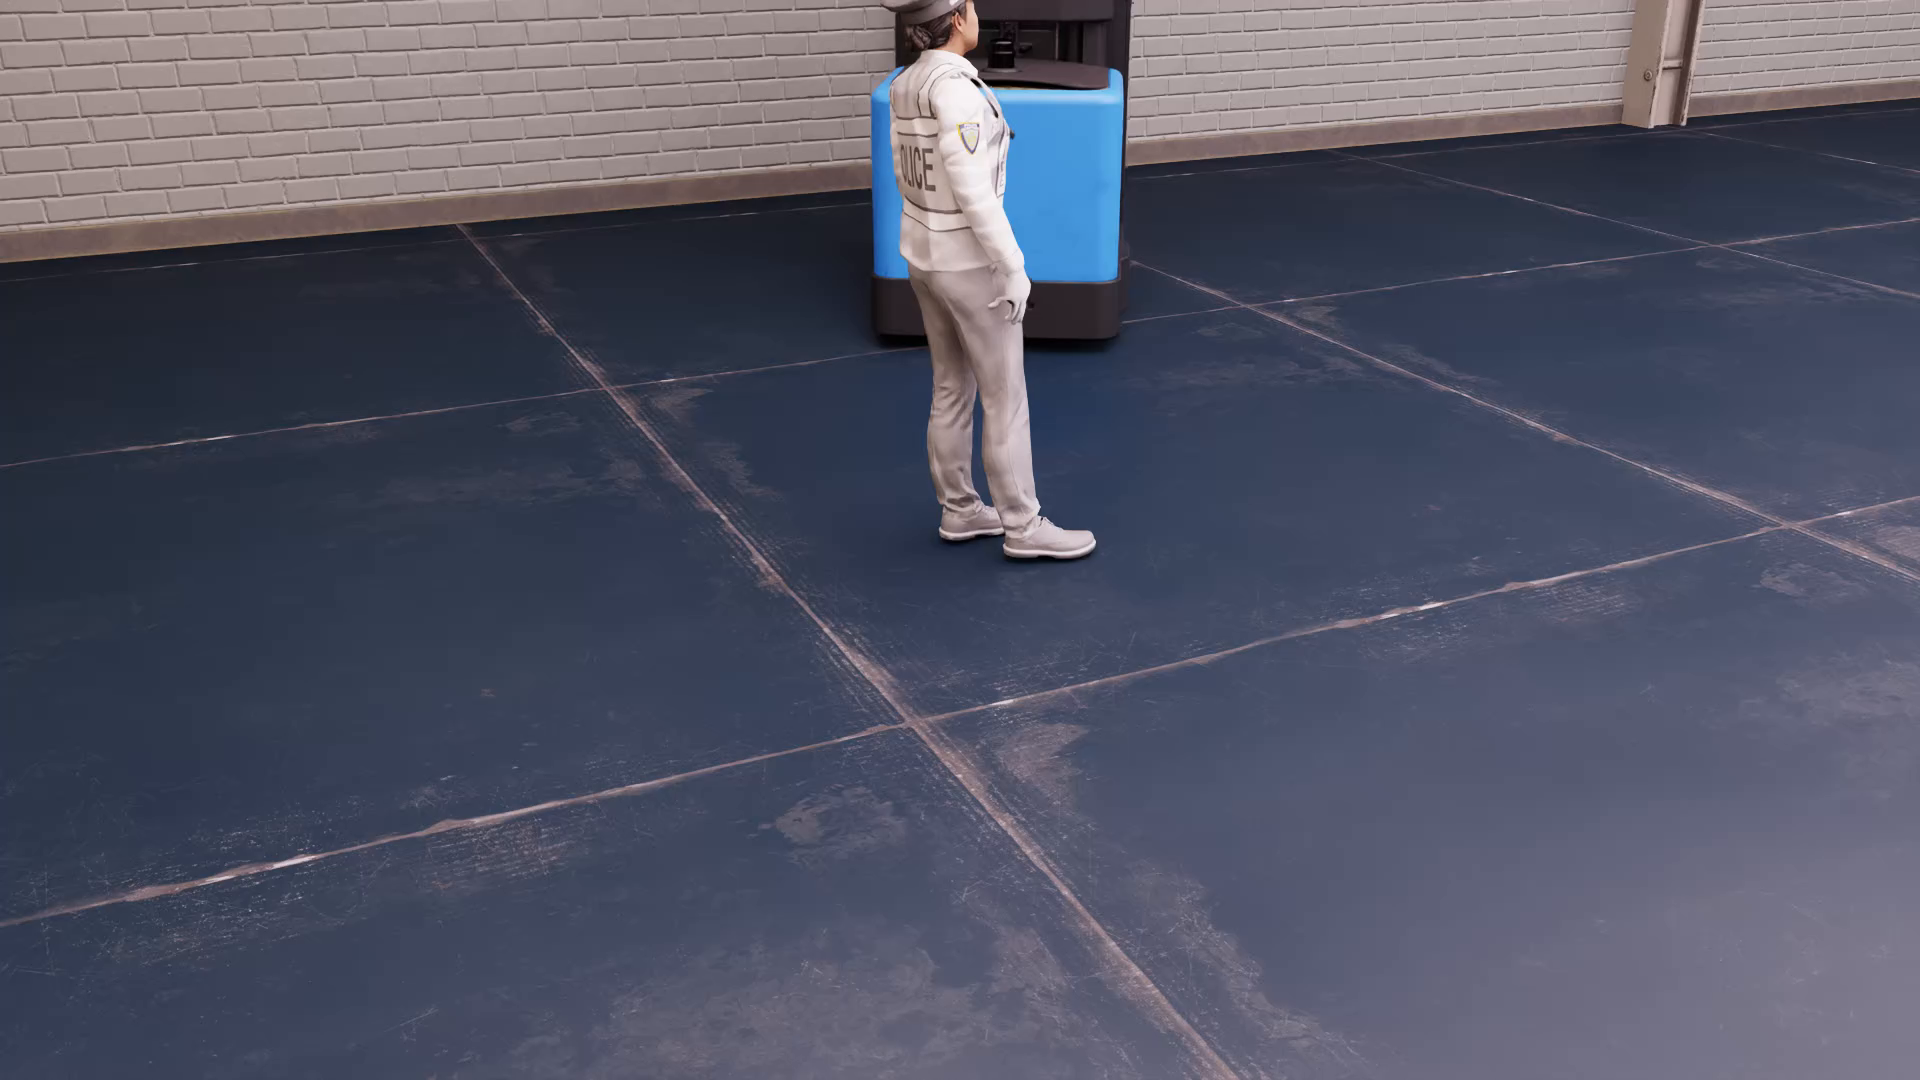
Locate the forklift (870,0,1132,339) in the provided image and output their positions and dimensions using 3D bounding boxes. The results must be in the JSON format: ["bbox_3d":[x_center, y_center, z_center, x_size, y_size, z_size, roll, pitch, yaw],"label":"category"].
[{"bbox_3d":[0.265,-2.715,7.821,1.130,2.935,3.031,2,23,4],"label":"forklift"}]

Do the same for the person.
[{"bbox_3d":[0.063,-0.798,4.800,0.533,1.696,0.588,-10,25,-23],"label":"person"}]
